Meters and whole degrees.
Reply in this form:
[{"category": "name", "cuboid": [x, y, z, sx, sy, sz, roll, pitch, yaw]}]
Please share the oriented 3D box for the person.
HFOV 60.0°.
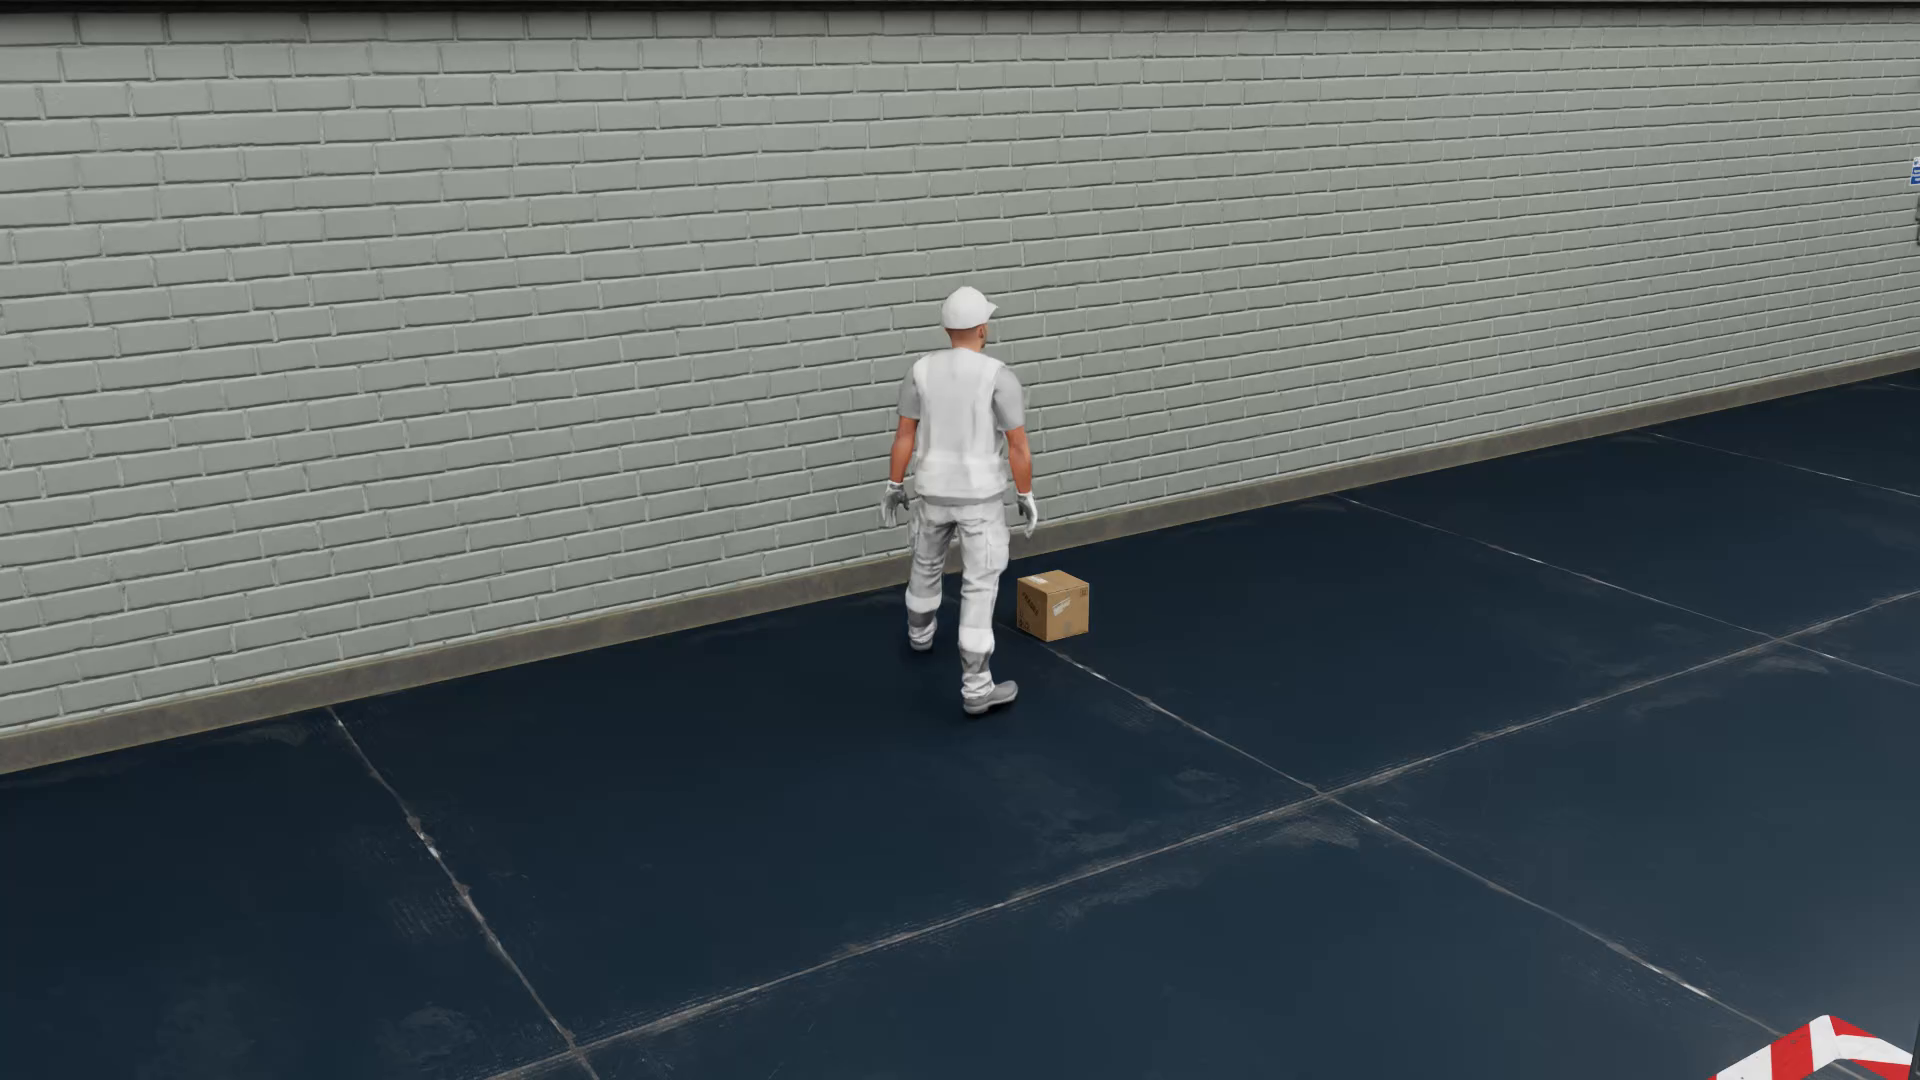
[{"category": "person", "cuboid": [0.002, -0.234, 7.224, 0.762, 1.755, 0.829, 7, 19, 21]}]
